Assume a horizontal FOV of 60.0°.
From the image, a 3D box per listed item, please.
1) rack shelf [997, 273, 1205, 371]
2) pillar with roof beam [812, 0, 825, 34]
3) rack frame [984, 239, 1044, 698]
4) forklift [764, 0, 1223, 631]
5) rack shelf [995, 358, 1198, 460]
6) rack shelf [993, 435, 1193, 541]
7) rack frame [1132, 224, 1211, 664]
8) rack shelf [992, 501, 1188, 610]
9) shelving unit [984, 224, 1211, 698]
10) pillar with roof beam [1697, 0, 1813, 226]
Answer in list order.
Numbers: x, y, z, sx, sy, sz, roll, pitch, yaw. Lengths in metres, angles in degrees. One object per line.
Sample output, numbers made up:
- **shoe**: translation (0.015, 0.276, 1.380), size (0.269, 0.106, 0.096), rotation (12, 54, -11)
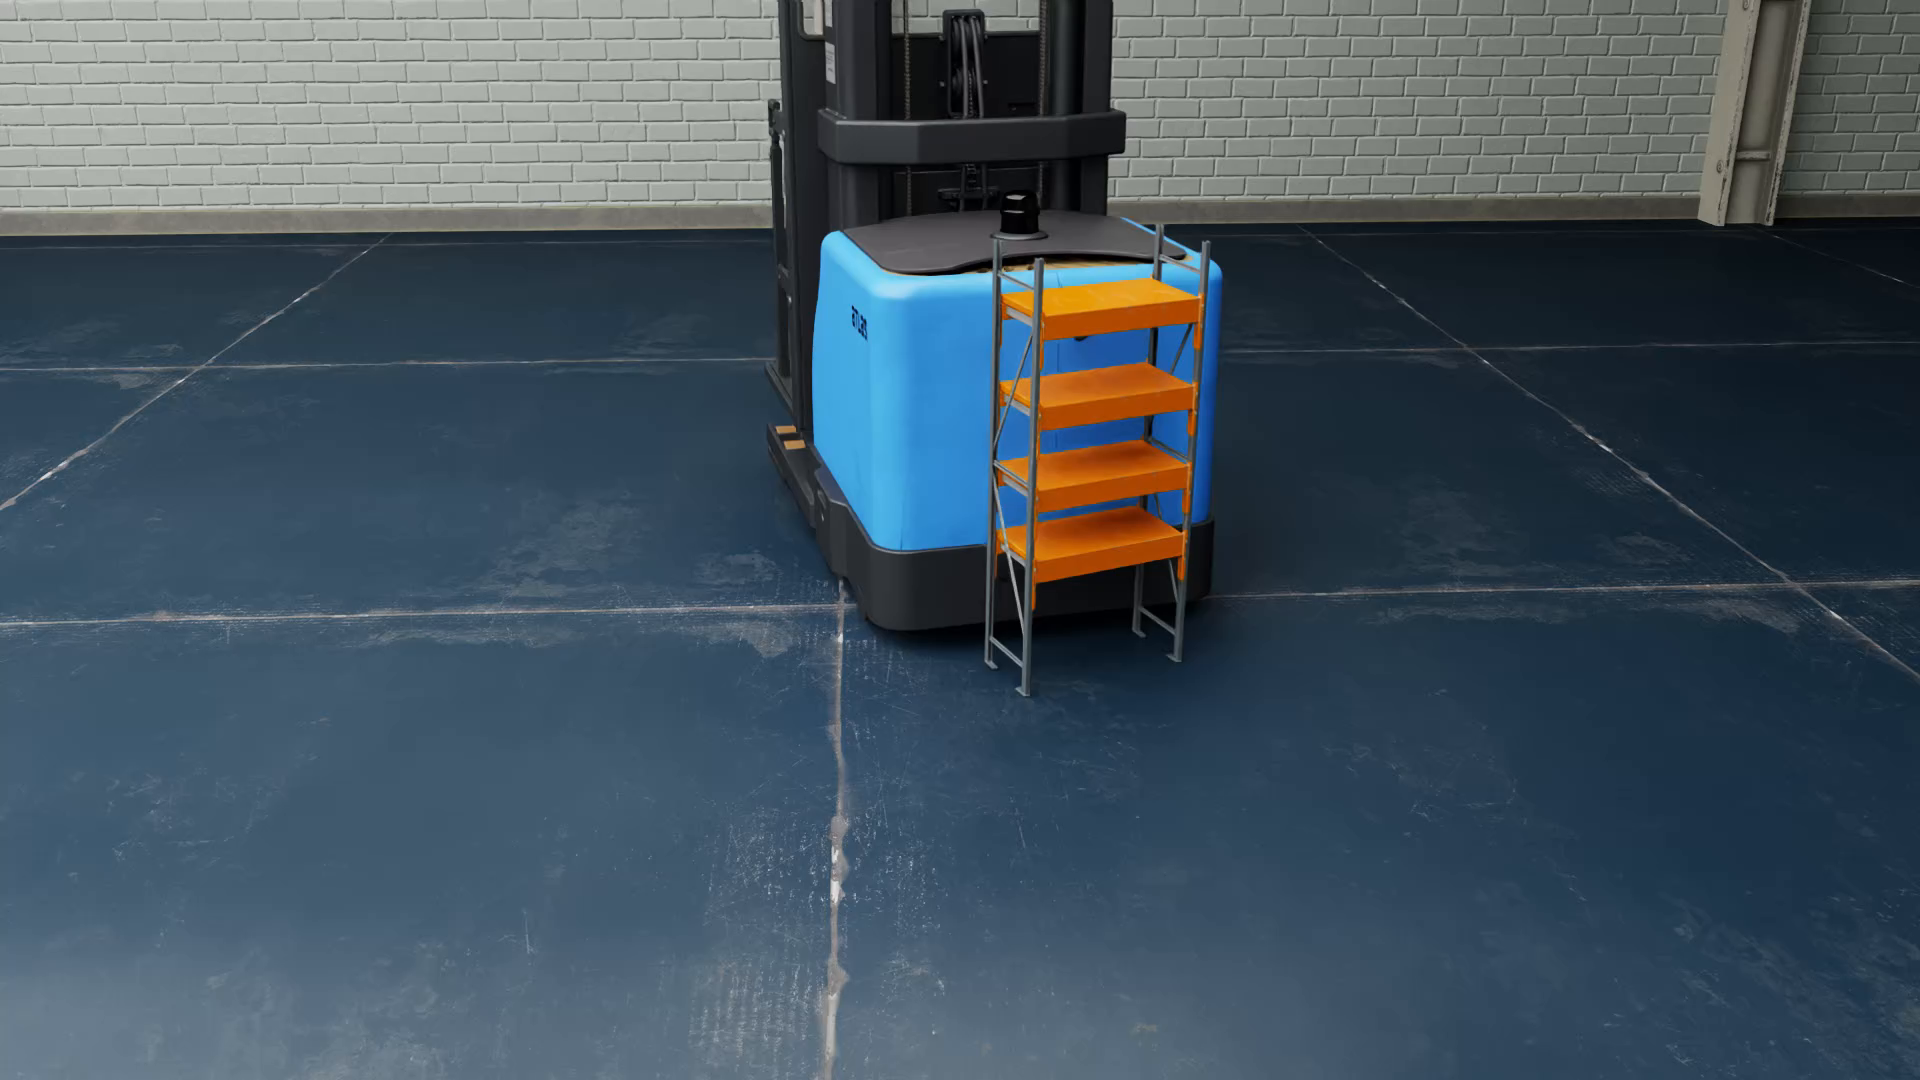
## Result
- **rack shelf**: translation (0.361, -0.571, 4.320), size (0.480, 0.148, 0.258), rotation (-10, 25, -25)
- **pillar with roof beam**: translation (-0.479, -4.721, 5.372), size (0.400, 9.000, 9.100), rotation (-1, 21, -3)
- **rack frame**: translation (0.137, -0.170, 4.369), size (0.015, 1.200, 0.240), rotation (-10, 25, -25)
- **forklift**: translation (-0.111, -1.603, 5.712), size (1.130, 2.935, 3.031), rotation (-5, 21, -14)
- **rack shelf**: translation (0.358, -0.353, 4.410), size (0.480, 0.148, 0.258), rotation (-10, 25, -25)
- **rack shelf**: translation (0.355, -0.146, 4.496), size (0.480, 0.148, 0.258), rotation (-10, 25, -25)
- **rack frame**: translation (0.574, -0.247, 4.571), size (0.015, 1.200, 0.240), rotation (-10, 25, -25)
- **rack shelf**: translation (0.352, 0.037, 4.571), size (0.480, 0.148, 0.258), rotation (-10, 25, -25)
- **shelving unit**: translation (0.356, -0.208, 4.470), size (0.503, 1.200, 0.258), rotation (-10, 25, -25)
- **pillar with roof beam**: translation (5.511, -4.842, 5.693), size (0.400, 9.000, 9.100), rotation (-1, 21, -3)
